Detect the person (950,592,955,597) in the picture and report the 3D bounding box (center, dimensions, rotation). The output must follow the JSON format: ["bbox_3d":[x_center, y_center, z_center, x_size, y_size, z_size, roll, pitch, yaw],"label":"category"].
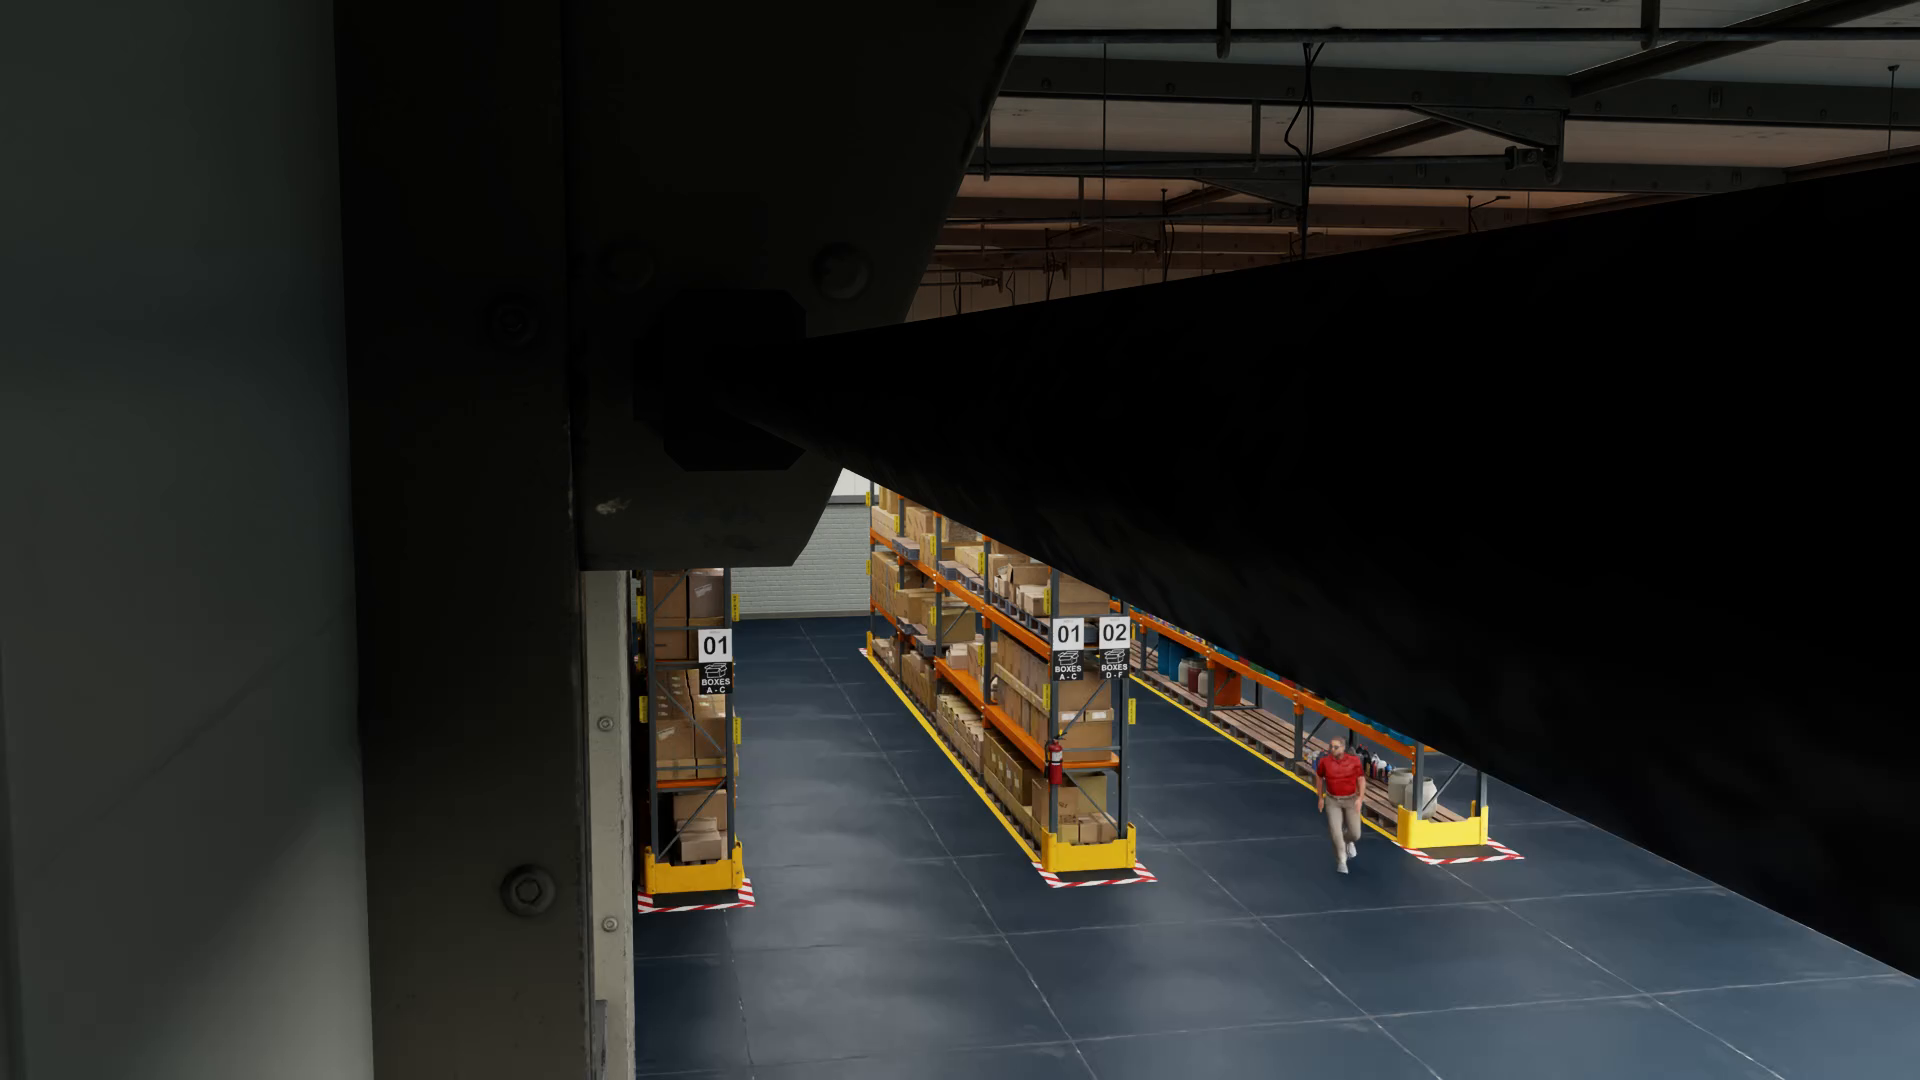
[{"bbox_3d":[-0.378,1.525,37.737,0.568,1.822,0.794,-6,8,-44],"label":"person"}]

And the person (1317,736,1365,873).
[{"bbox_3d":[4.810,3.305,21.013,0.590,1.699,0.631,1,6,8],"label":"person"}]
